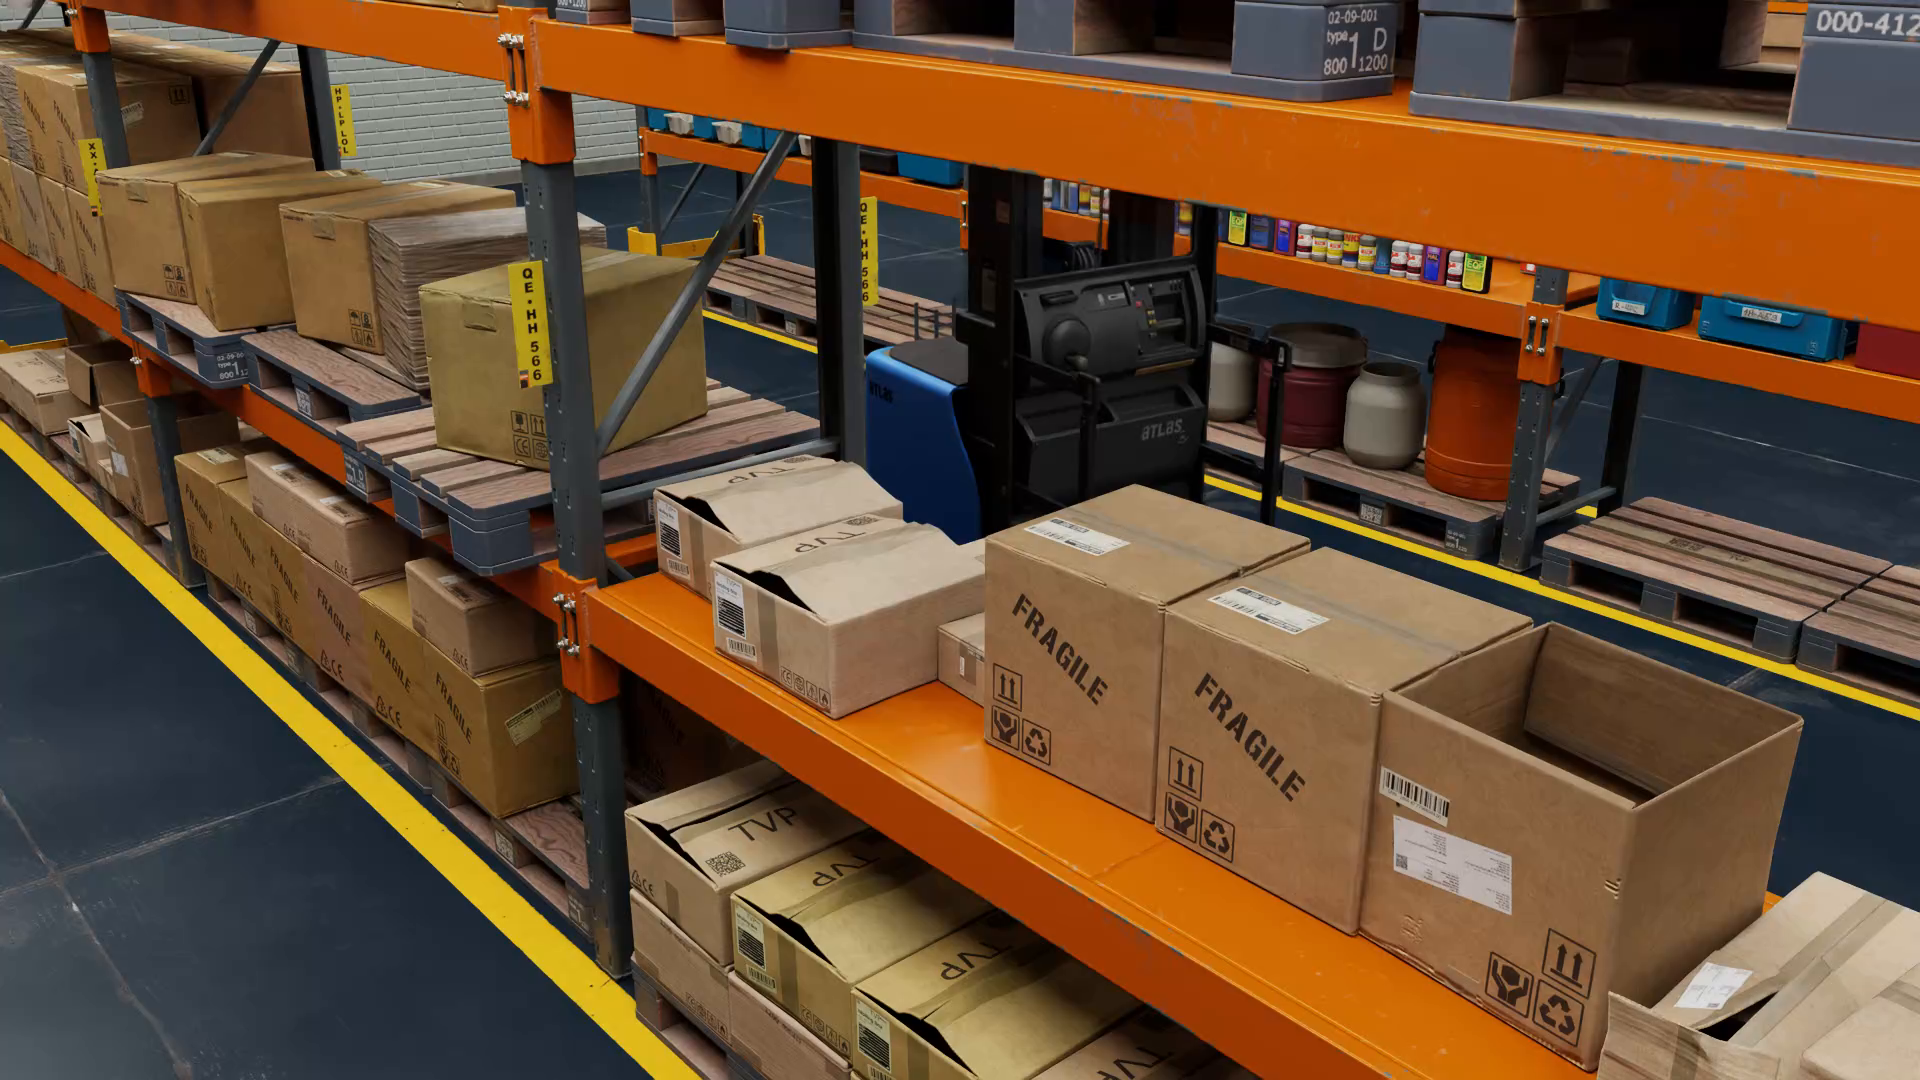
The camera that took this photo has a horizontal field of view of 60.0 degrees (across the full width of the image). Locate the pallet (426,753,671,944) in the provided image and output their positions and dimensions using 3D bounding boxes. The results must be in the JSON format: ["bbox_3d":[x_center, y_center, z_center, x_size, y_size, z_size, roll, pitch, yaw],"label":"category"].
[{"bbox_3d":[-1.164,0.896,5.907,1.003,0.211,1.213,-17,27,-37],"label":"pallet"}]

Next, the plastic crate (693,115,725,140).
[{"bbox_3d":[-1.831,-3.197,12.681,0.416,0.233,0.300,-17,27,-37],"label":"plastic crate"}]

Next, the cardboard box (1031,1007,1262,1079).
[{"bbox_3d":[0.431,1.278,3.535,0.500,0.311,0.500,-18,28,-38],"label":"cardboard box"}]

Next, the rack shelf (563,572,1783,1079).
[{"bbox_3d":[0.600,0.700,3.569,1.077,0.370,4.000,-17,27,-37],"label":"rack shelf"}]

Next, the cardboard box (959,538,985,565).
[{"bbox_3d":[0.091,0.112,4.428,0.380,0.149,0.250,-17,27,-37],"label":"cardboard box"}]

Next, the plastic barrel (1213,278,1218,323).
[{"bbox_3d":[1.243,-1.339,10.091,0.600,0.901,0.708,-17,27,-37],"label":"plastic barrel"}]

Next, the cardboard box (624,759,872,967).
[{"bbox_3d":[-0.586,0.851,4.624,0.500,0.311,0.500,-16,27,-36],"label":"cardboard box"}]

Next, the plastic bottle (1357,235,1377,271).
[{"bbox_3d":[2.060,-1.464,8.381,0.097,0.201,0.097,0,21,0],"label":"plastic bottle"}]

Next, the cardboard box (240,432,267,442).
[{"bbox_3d":[-3.426,-0.413,8.508,0.500,0.311,0.500,-17,27,-37],"label":"cardboard box"}]

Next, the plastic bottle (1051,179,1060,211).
[{"bbox_3d":[0.595,-2.116,9.951,0.097,0.271,0.097,0,21,0],"label":"plastic bottle"}]

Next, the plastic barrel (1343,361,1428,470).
[{"bbox_3d":[2.281,-0.668,8.913,0.421,0.512,0.421,0,21,0],"label":"plastic barrel"}]

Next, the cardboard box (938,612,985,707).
[{"bbox_3d":[0.170,0.269,4.029,0.380,0.149,0.250,-15,26,-34],"label":"cardboard box"}]

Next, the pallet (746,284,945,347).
[{"bbox_3d":[-0.871,-1.703,12.543,1.003,0.211,1.213,-17,27,-37],"label":"pallet"}]

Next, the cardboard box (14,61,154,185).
[{"bbox_3d":[-4.179,-2.023,8.029,0.500,0.500,0.500,-18,28,-38],"label":"cardboard box"}]

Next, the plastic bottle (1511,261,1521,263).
[{"bbox_3d":[2.894,-1.535,8.562,0.097,0.201,0.097,0,21,0],"label":"plastic bottle"}]

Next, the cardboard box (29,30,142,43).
[{"bbox_3d":[-5.098,-2.713,9.789,0.500,0.500,0.500,-17,27,-36],"label":"cardboard box"}]

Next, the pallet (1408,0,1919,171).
[{"bbox_3d":[1.320,-0.630,2.130,0.805,0.209,1.217,-19,28,-39],"label":"pallet"}]

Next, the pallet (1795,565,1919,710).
[{"bbox_3d":[4.318,0.493,6.935,1.003,0.211,1.213,-17,27,-37],"label":"pallet"}]

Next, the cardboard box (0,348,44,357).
[{"bbox_3d":[-5.914,-1.077,10.428,0.380,0.149,0.250,-17,27,-37],"label":"cardboard box"}]

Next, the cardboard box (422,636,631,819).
[{"bbox_3d":[-1.494,0.569,5.742,0.500,0.500,0.500,-16,27,-35],"label":"cardboard box"}]

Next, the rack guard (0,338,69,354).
[{"bbox_3d":[-5.878,-1.213,10.894,1.175,0.500,0.348,-17,27,-37],"label":"rack guard"}]

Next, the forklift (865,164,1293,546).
[{"bbox_3d":[0.763,-0.906,6.778,1.130,2.935,3.031,-13,25,-31],"label":"forklift"}]

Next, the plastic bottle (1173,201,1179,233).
[{"bbox_3d":[1.208,-1.874,9.326,0.152,0.276,0.135,-17,27,-37],"label":"plastic bottle"}]

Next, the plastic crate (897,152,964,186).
[{"bbox_3d":[-0.124,-2.539,10.793,0.392,0.384,0.575,-17,27,-37],"label":"plastic crate"}]

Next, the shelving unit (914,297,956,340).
[{"bbox_3d":[-0.072,-0.603,8.379,0.258,1.200,0.189,-13,25,-31],"label":"shelving unit"}]

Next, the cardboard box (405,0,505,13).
[{"bbox_3d":[-1.016,-1.743,4.571,0.910,0.500,0.500,-17,27,-37],"label":"cardboard box"}]

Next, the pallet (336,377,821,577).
[{"bbox_3d":[-1.201,-0.268,5.319,1.213,0.211,1.003,-17,27,-37],"label":"pallet"}]

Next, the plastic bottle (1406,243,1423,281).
[{"bbox_3d":[2.250,-1.383,8.175,0.097,0.201,0.097,0,21,0],"label":"plastic bottle"}]

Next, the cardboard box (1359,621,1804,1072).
[{"bbox_3d":[1.073,0.510,2.932,0.500,0.500,0.500,-15,26,-34],"label":"cardboard box"}]

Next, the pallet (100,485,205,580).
[{"bbox_3d":[-3.764,-0.184,8.664,1.003,0.211,1.213,-17,27,-37],"label":"pallet"}]

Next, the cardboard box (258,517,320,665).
[{"bbox_3d":[-2.508,0.143,6.830,0.500,0.500,0.500,-17,27,-37],"label":"cardboard box"}]

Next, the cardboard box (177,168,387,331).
[{"bbox_3d":[-2.680,-1.175,6.659,0.700,0.500,0.500,-13,25,-29],"label":"cardboard box"}]

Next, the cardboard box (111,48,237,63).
[{"bbox_3d":[-4.083,-2.286,8.700,0.500,0.500,0.500,-18,28,-39],"label":"cardboard box"}]

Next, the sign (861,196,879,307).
[{"bbox_3d":[-0.287,-0.859,4.978,0.100,0.325,0.005,-17,27,-37],"label":"sign"}]

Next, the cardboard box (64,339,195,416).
[{"bbox_3d":[-4.547,-0.853,9.368,0.797,0.503,0.637,-17,27,-37],"label":"cardboard box"}]

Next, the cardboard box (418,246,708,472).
[{"bbox_3d":[-1.202,-0.576,5.130,0.500,0.500,0.700,12,24,28],"label":"cardboard box"}]

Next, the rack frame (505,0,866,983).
[{"bbox_3d":[-0.705,-0.187,4.849,1.000,3.000,0.127,-17,27,-37],"label":"rack frame"}]

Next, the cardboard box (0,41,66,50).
[{"bbox_3d":[-5.168,-2.442,9.098,0.500,0.500,0.500,-17,27,-37],"label":"cardboard box"}]

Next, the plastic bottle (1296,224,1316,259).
[{"bbox_3d":[1.806,-1.571,8.655,0.097,0.201,0.097,0,21,0],"label":"plastic bottle"}]

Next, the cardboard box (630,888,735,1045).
[{"bbox_3d":[-0.586,1.112,4.726,0.500,0.250,0.500,-18,27,-38],"label":"cardboard box"}]

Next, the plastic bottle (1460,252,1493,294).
[{"bbox_3d":[2.462,-1.321,7.904,0.061,0.283,0.133,-17,27,-37],"label":"plastic bottle"}]

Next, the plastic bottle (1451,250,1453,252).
[{"bbox_3d":[2.609,-1.654,8.770,0.097,0.271,0.097,0,21,0],"label":"plastic bottle"}]

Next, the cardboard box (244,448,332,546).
[{"bbox_3d":[-2.532,-0.215,6.715,0.500,0.250,0.500,-17,27,-37],"label":"cardboard box"}]

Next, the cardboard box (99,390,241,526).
[{"bbox_3d":[-3.903,-0.423,8.276,0.500,0.500,0.500,-17,27,-37],"label":"cardboard box"}]

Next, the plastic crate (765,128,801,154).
[{"bbox_3d":[-1.205,-2.932,12.005,0.416,0.233,0.300,-17,27,-37],"label":"plastic crate"}]

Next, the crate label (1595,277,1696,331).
[{"bbox_3d":[3.041,-1.082,7.363,0.303,0.233,0.416,-17,27,-37],"label":"crate label"}]

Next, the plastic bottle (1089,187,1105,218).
[{"bbox_3d":[0.810,-1.993,9.732,0.097,0.201,0.097,0,21,0],"label":"plastic bottle"}]

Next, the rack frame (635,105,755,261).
[{"bbox_3d":[-2.172,-3.576,13.500,1.000,3.000,0.127,-17,27,-37],"label":"rack frame"}]

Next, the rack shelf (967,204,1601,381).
[{"bbox_3d":[1.744,-1.583,9.399,1.077,0.370,4.000,-17,27,-37],"label":"rack shelf"}]

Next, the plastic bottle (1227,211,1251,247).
[{"bbox_3d":[1.509,-1.725,8.935,0.061,0.283,0.133,-17,27,-37],"label":"plastic bottle"}]

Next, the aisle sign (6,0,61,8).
[{"bbox_3d":[-5.740,-3.700,10.252,0.394,0.787,0.004,-17,27,-37],"label":"aisle sign"}]

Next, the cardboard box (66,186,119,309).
[{"bbox_3d":[-3.837,-1.416,7.849,0.500,0.500,0.500,-17,27,-37],"label":"cardboard box"}]

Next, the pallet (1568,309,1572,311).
[{"bbox_3d":[4.752,-2.156,13.699,1.003,0.211,1.213,-17,27,-37],"label":"pallet"}]

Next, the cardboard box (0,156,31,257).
[{"bbox_3d":[-4.846,-1.840,8.931,0.500,0.500,0.500,-17,27,-37],"label":"cardboard box"}]

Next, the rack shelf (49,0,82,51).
[{"bbox_3d":[-4.622,-2.907,8.666,1.077,0.370,4.000,-17,27,-37],"label":"rack shelf"}]
